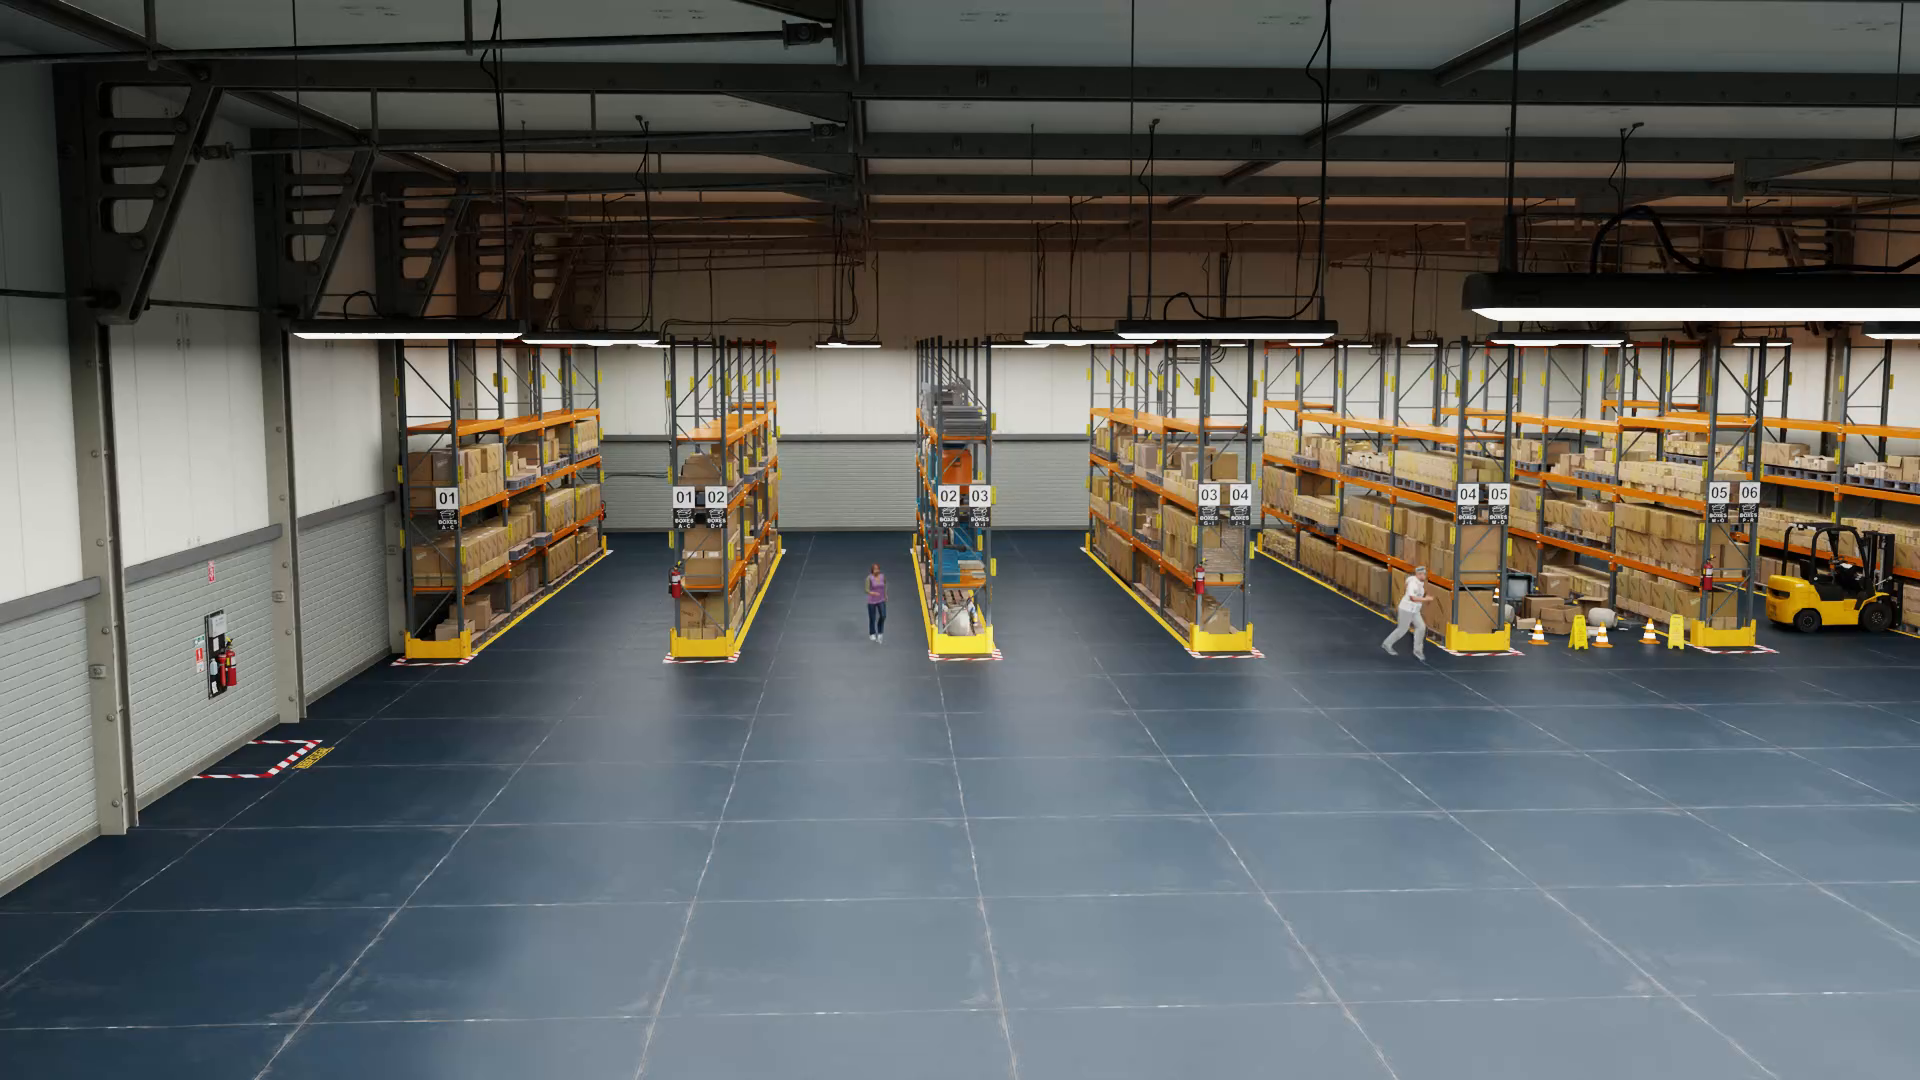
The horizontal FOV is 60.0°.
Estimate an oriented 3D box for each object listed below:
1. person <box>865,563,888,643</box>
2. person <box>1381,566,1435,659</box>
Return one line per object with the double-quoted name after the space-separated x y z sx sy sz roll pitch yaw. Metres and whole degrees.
-1.630 1.233 32.581 0.504 1.585 0.732 -2 7 -16 "person"
8.379 1.373 31.082 0.962 1.823 0.684 4 7 29 "person"
